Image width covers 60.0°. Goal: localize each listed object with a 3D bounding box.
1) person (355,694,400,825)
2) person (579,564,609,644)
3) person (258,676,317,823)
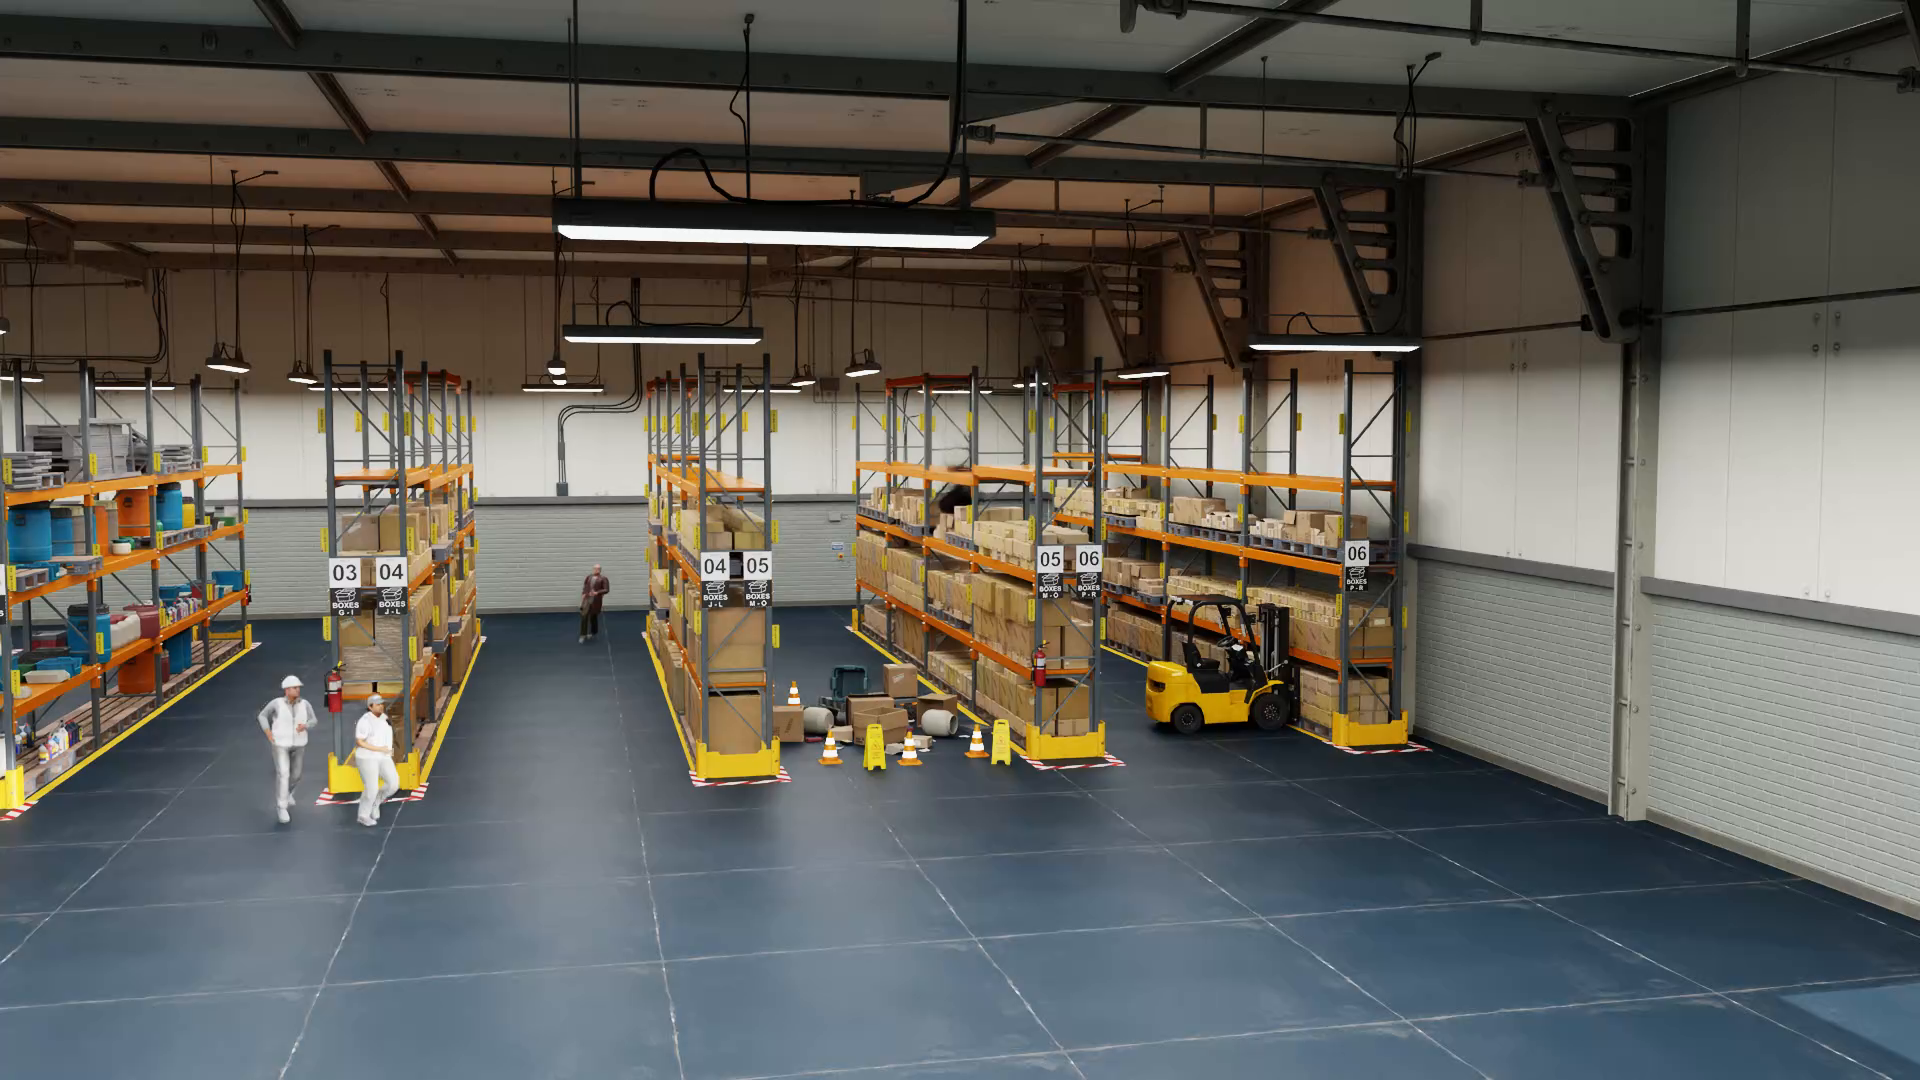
[{"bbox_3d":[-7.274,2.742,20.838,0.589,1.630,0.644,2,4,26],"label":"person"},{"bbox_3d":[-8.419,1.448,38.274,0.712,1.770,0.981,1,4,7],"label":"person"},{"bbox_3d":[-8.581,2.633,21.351,0.660,1.780,0.953,-3,5,-41],"label":"person"}]
